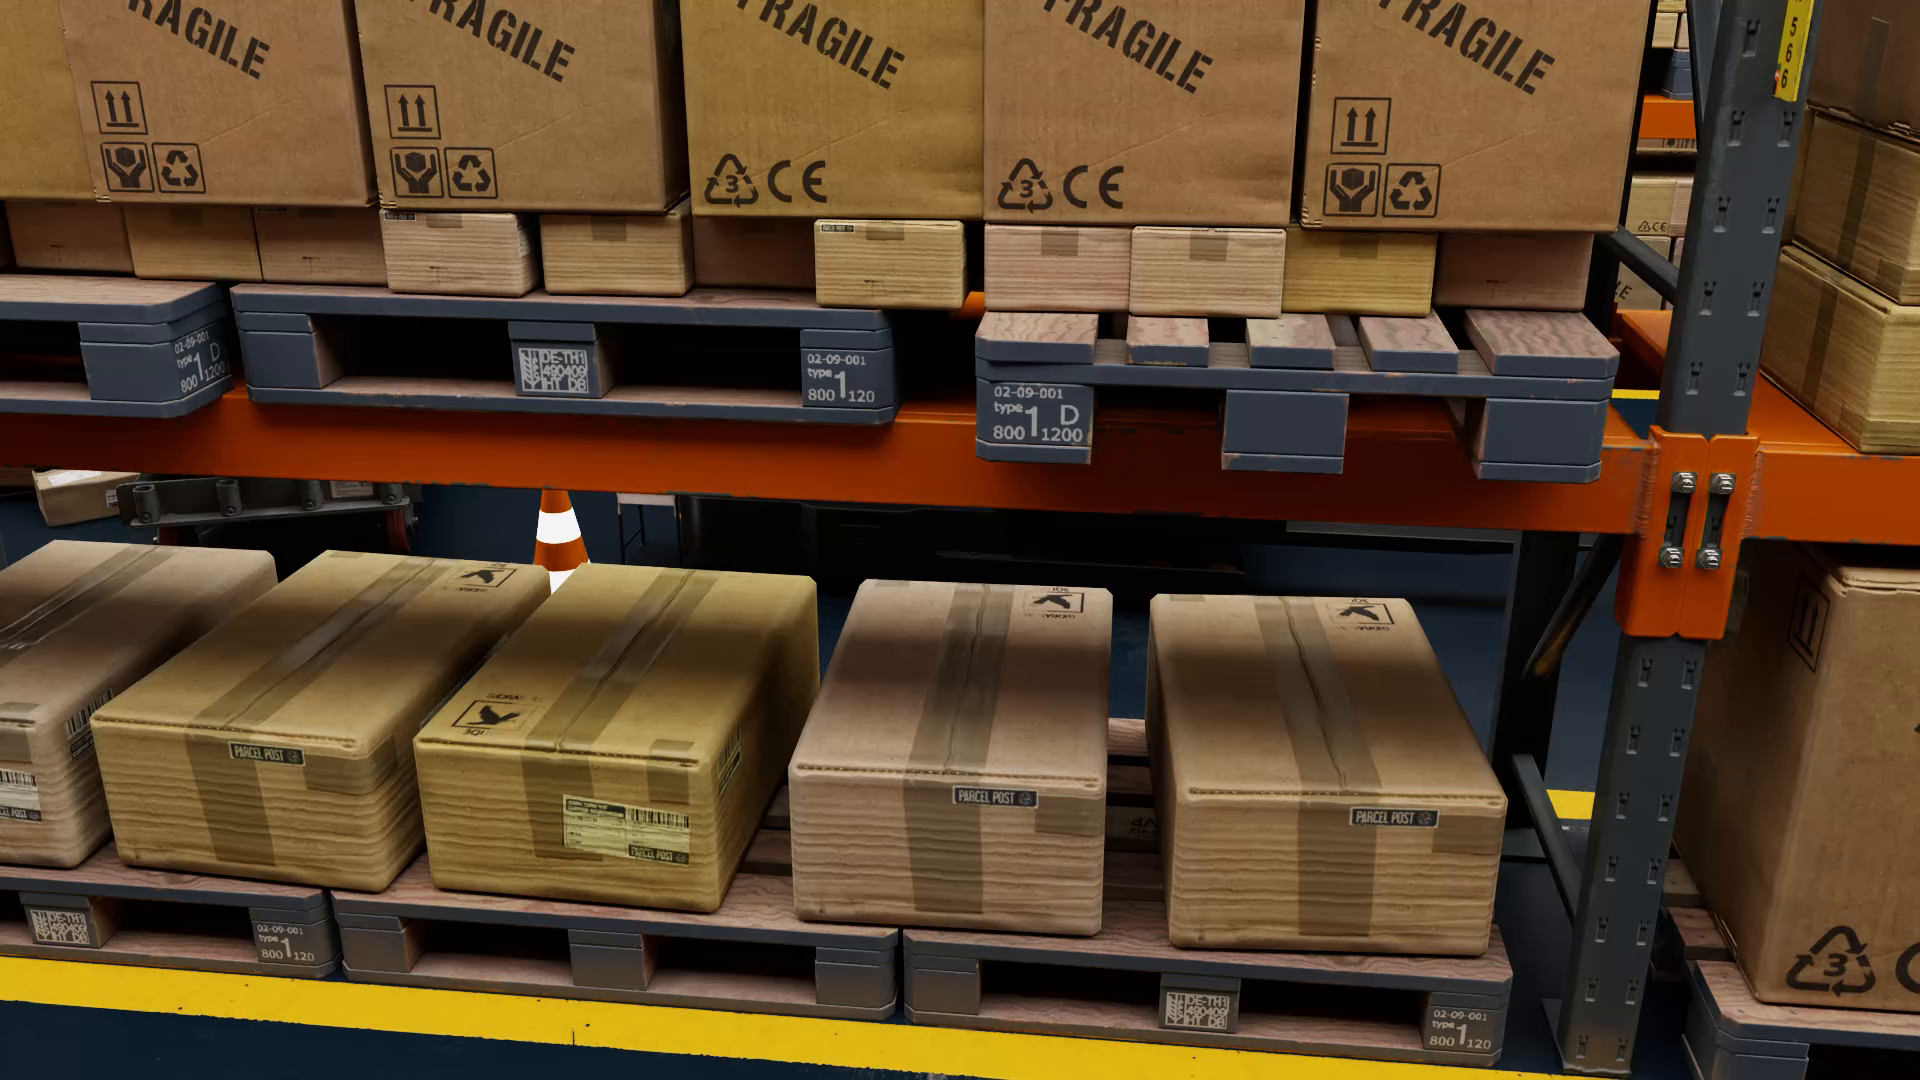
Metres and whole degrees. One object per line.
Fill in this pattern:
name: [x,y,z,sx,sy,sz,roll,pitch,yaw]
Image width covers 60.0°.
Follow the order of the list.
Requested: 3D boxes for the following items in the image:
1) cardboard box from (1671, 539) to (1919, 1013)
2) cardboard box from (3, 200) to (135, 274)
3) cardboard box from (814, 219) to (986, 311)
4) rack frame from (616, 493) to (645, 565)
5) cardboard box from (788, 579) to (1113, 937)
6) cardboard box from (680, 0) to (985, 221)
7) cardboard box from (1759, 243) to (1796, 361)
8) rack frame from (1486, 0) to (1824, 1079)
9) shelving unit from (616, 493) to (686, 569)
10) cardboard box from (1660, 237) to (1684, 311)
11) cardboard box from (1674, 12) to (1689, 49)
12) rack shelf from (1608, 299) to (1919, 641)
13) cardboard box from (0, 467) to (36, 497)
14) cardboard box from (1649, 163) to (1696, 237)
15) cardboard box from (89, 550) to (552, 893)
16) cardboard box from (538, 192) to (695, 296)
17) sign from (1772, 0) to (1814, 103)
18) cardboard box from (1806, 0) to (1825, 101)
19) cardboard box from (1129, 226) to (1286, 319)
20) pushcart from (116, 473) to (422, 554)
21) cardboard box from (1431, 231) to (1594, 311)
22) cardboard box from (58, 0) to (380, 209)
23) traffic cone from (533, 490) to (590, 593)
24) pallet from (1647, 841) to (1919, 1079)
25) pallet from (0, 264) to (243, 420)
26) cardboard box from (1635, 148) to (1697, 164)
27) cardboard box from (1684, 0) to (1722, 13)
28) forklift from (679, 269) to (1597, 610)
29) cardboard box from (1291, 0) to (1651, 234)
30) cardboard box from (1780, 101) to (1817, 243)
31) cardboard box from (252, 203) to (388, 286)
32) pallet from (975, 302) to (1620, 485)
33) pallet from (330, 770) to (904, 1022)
cardboard box: [1.987,0.331,3.341,0.875,0.875,0.875,2,22,6]
cardboard box: [-1.612,-0.636,3.239,0.250,0.149,0.380,4,22,10]
cardboard box: [-0.096,-0.529,2.969,0.250,0.149,0.380,3,22,7]
rack frame: [-1.139,-0.366,5.643,0.006,0.900,0.240,3,22,7]
cardboard box: [0.017,0.448,3.730,0.625,0.372,0.950,2,22,5]
cardboard box: [-0.189,-0.860,2.923,0.500,0.500,0.500,1,22,3]
cardboard box: [1.844,-0.525,3.392,0.500,0.250,0.500,2,22,4]
rack frame: [1.311,-0.522,3.180,0.127,3.000,1.000,2,22,6]
shelving unit: [-1.038,-0.361,5.630,0.210,0.900,0.258,3,22,7]
cardboard box: [3.476,-1.202,7.728,0.500,0.500,0.500,2,22,5]
cardboard box: [3.281,-2.274,7.383,0.250,0.149,0.380,3,22,8]
rack shelf: [3.297,-0.101,3.094,4.000,0.370,1.077,2,22,6]
cardboard box: [-3.661,-0.581,6.541,0.503,0.637,0.797,2,22,6]
cardboard box: [3.443,-1.549,7.587,0.500,0.250,0.500,3,22,7]
cardboard box: [-1.426,0.383,3.893,0.625,0.372,0.950,4,22,10]
cardboard box: [-0.590,-0.567,3.064,0.250,0.149,0.380,2,22,5]
sign: [1.257,-0.825,2.480,0.005,0.325,0.100,2,22,6]
cardboard box: [1.855,-1.107,3.163,0.500,0.500,0.500,2,22,5]
cardboard box: [0.428,-0.508,2.916,0.250,0.149,0.380,2,22,6]
pushcart: [-2.442,-0.310,6.211,0.936,0.377,1.648,-5,22,-12]
cardboard box: [0.958,-0.529,2.968,0.250,0.149,0.380,3,22,8]
cardboard box: [-1.242,-0.902,3.030,0.500,0.500,0.500,2,22,6]
traffic cone: [-1.265,0.027,5.241,0.334,0.463,0.336,2,22,6]
pallet: [2.085,0.836,3.537,1.213,0.211,1.003,2,22,6]
pallet: [-1.919,-0.520,3.435,1.213,0.211,1.003,2,22,6]
cardboard box: [3.509,-1.736,8.059,0.500,0.250,0.500,3,22,8]
cardboard box: [3.282,-2.413,7.329,0.250,0.149,0.380,3,22,6]
forklift: [0.624,-1.331,5.320,3.031,2.935,1.130,3,22,7]
cardboard box: [0.827,-0.820,2.823,0.500,0.500,0.500,2,22,5]
cardboard box: [1.822,-0.756,3.297,0.500,0.250,0.500,2,22,6]
cardboard box: [-1.116,-0.598,3.143,0.250,0.149,0.380,3,22,7]
pallet: [0.591,-0.425,3.195,1.003,0.211,1.213,2,22,6]
pallet: [-0.673,0.687,3.916,1.213,0.211,1.003,2,22,6]
